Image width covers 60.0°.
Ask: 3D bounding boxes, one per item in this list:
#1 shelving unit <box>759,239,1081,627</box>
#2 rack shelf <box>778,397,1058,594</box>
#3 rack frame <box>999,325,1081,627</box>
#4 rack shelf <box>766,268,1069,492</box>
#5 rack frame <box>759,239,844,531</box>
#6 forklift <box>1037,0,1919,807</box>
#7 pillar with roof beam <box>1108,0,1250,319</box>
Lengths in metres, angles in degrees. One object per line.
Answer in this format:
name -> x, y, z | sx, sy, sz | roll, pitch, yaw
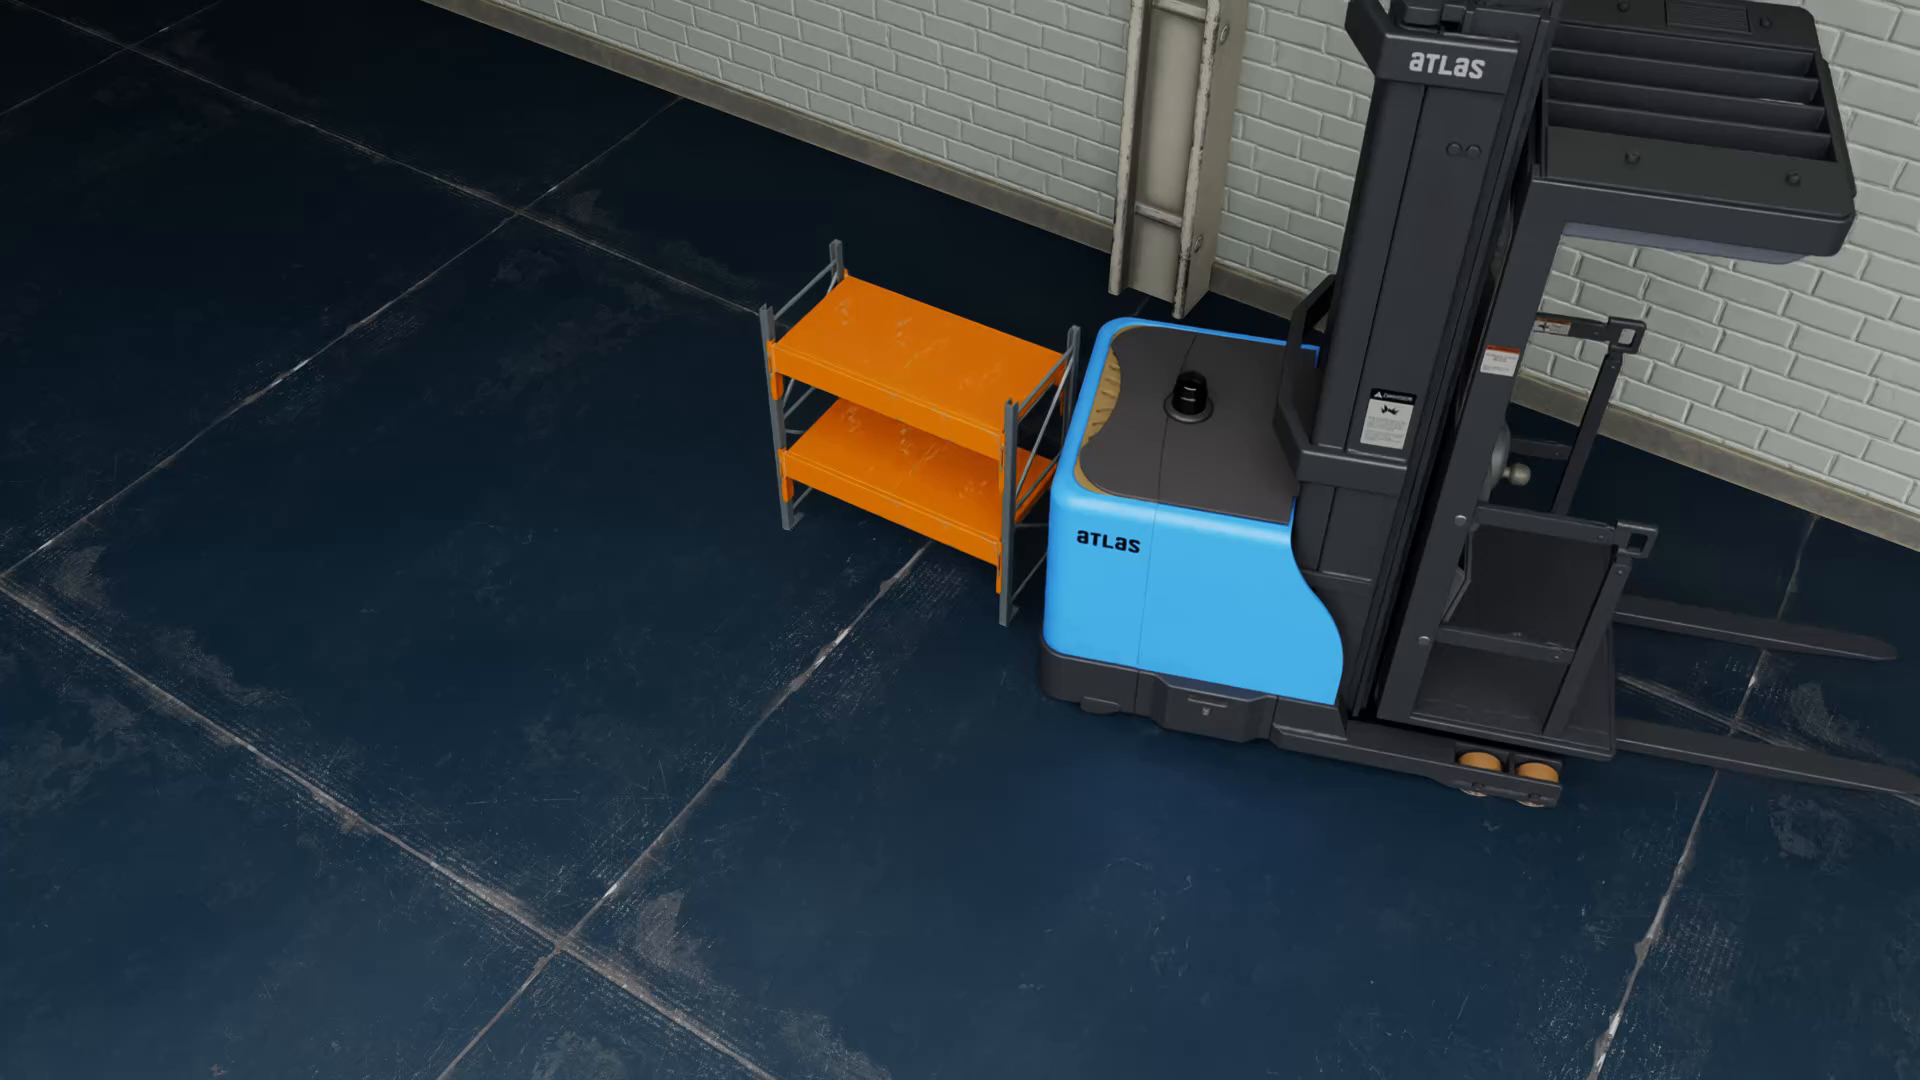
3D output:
shelving unit -> -0.147, -0.402, 6.356 | 1.048, 1.125, 0.538 | 23, 50, 21
rack shelf -> -0.147, -0.231, 6.531 | 1.000, 0.278, 0.538 | 23, 50, 21
rack frame -> 0.291, -0.216, 6.176 | 0.032, 1.125, 0.500 | 23, 50, 21
rack shelf -> -0.147, -0.605, 6.146 | 1.000, 0.278, 0.538 | 23, 50, 21
rack frame -> -0.584, -0.587, 6.536 | 0.032, 1.125, 0.500 | 23, 50, 21
forklift -> 1.859, -0.508, 5.200 | 3.031, 2.935, 1.130 | 10, 47, 10
pillar with roof beam -> -1.375, -1.732, 2.158 | 0.400, 9.000, 9.100 | 25, 51, 22
